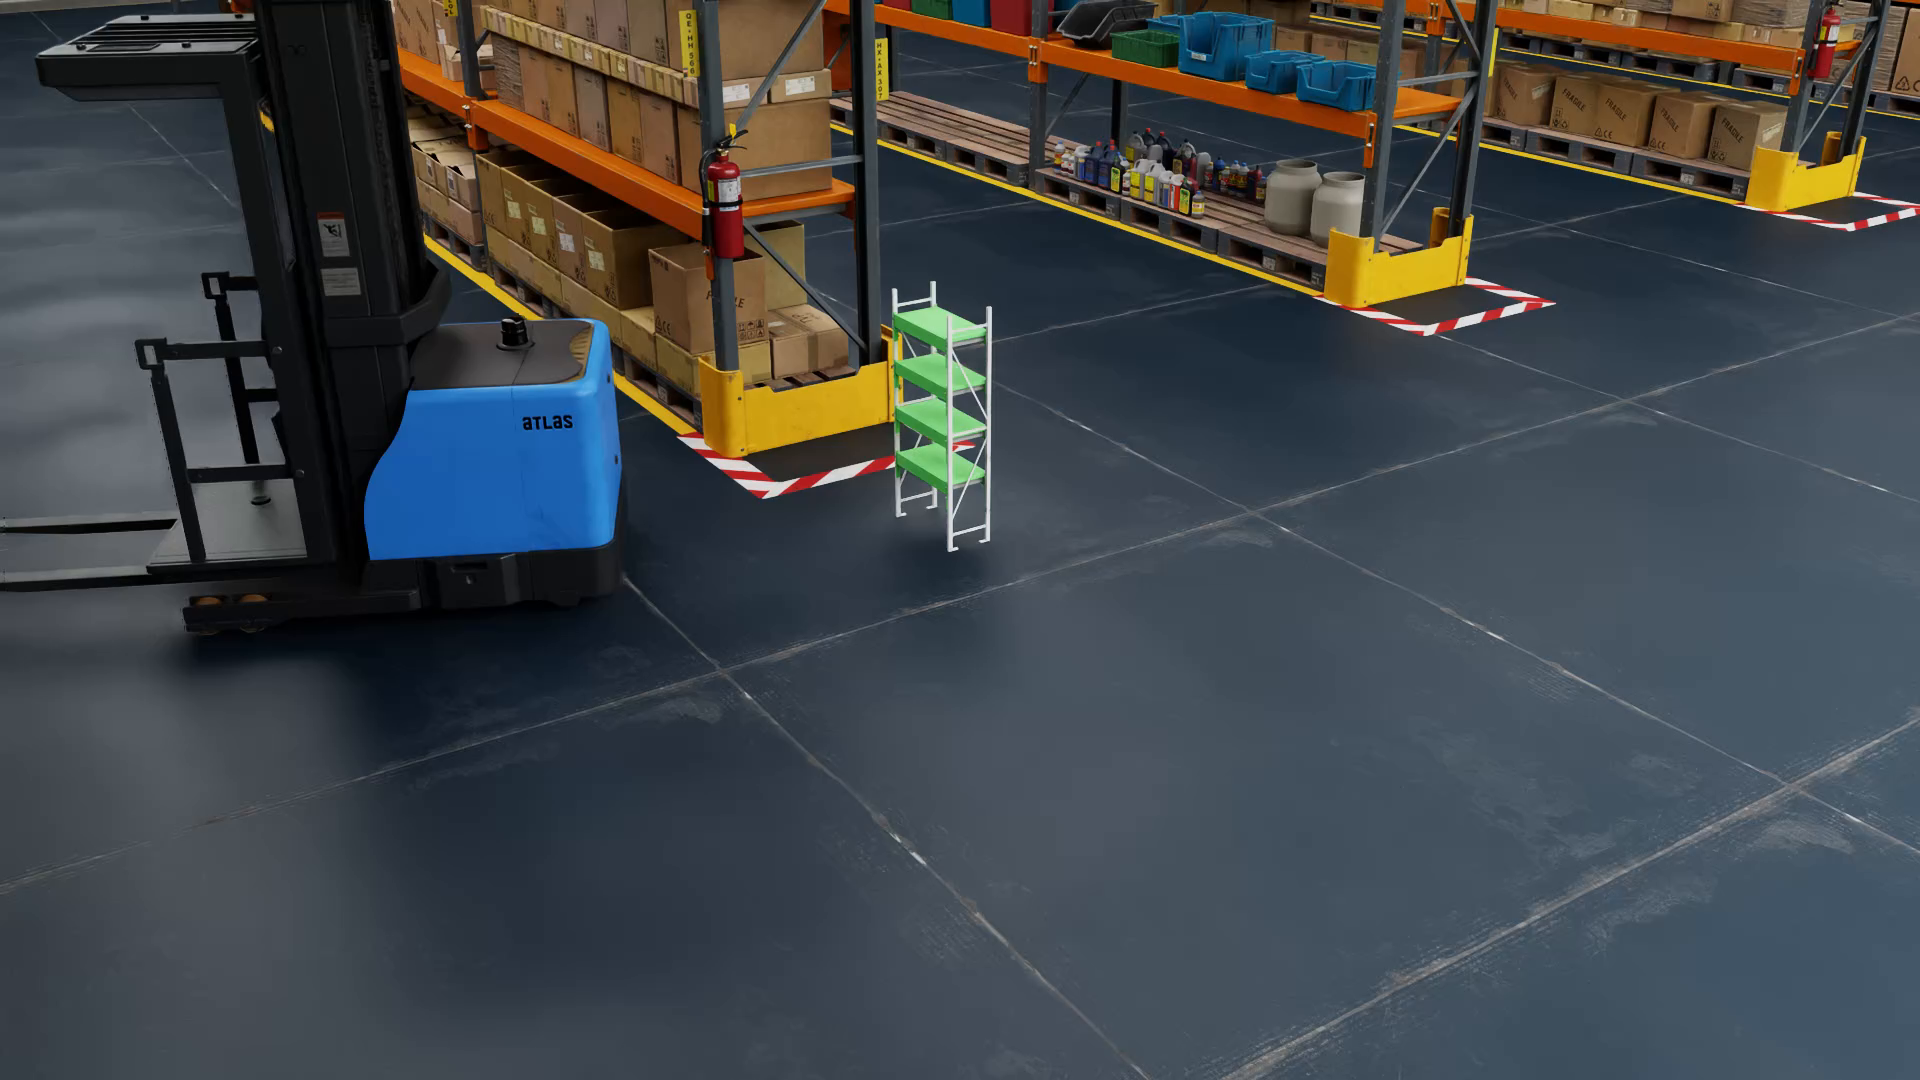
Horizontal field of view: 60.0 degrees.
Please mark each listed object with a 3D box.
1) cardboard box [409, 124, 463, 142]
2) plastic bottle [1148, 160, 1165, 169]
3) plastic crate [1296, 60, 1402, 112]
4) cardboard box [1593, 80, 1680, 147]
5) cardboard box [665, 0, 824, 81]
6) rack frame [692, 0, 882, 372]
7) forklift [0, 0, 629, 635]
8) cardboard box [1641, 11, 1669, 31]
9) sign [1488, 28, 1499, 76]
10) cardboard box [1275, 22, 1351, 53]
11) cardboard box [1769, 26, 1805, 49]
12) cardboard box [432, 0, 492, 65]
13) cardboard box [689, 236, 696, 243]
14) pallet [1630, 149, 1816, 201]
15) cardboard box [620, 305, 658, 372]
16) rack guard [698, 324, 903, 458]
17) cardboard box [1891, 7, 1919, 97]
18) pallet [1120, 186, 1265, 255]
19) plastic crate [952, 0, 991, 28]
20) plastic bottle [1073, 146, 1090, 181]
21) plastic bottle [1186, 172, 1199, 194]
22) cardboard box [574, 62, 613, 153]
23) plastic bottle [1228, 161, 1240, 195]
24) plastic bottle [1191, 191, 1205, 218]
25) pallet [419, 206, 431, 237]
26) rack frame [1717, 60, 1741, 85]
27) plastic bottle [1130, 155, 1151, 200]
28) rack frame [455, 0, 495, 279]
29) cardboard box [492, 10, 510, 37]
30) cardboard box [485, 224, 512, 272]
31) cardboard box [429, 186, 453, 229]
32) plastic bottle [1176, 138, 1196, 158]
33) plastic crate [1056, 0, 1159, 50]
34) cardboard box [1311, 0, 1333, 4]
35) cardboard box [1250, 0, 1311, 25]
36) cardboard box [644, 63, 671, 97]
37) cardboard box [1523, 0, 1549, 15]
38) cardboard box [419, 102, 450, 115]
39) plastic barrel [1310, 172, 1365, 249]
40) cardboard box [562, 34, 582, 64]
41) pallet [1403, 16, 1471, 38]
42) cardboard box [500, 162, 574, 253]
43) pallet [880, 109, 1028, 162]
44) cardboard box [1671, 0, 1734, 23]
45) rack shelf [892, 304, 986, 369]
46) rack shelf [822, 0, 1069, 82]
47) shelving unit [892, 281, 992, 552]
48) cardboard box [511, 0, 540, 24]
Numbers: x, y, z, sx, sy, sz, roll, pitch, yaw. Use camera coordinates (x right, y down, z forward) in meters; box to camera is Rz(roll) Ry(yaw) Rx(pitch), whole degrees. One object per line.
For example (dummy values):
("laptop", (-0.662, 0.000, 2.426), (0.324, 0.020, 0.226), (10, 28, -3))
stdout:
("cardboard box", (-4.380, -3.259, 13.712), (0.500, 0.311, 0.500), (-16, 30, -30))
("plastic bottle", (1.603, -2.995, 13.756), (0.152, 0.276, 0.135), (-16, 29, -30))
("plastic crate", (2.724, -3.201, 11.691), (0.499, 0.251, 0.616), (-16, 29, -30))
("cardboard box", (6.390, -4.034, 15.718), (0.500, 0.500, 0.500), (-13, 28, -25))
("cardboard box", (-1.177, -2.827, 9.087), (0.700, 0.500, 0.500), (-15, 29, -29))
("rack frame", (-0.904, -2.006, 8.985), (1.000, 3.000, 0.127), (-16, 29, -30))
("forklift", (-3.118, -1.144, 7.240), (3.031, 2.935, 1.130), (-3, 25, -7))
("cardboard box", (6.373, -4.697, 14.979), (0.380, 0.149, 0.250), (-16, 29, -30))
("sign", (3.711, -3.411, 11.637), (0.100, 0.325, 0.005), (-16, 29, -30))
("cardboard box", (4.042, -5.611, 19.036), (0.700, 0.500, 0.500), (-13, 28, -25))
("cardboard box", (7.069, -4.253, 14.040), (0.380, 0.149, 0.250), (-16, 29, -30))
("cardboard box", (-3.781, -3.949, 12.984), (0.500, 0.500, 0.500), (-13, 28, -26))
("cardboard box", (-1.569, -1.889, 10.589), (0.500, 0.500, 0.500), (-16, 29, -30))
("pallet", (6.942, -3.378, 15.159), (1.003, 0.211, 1.213), (-16, 29, -30))
("cardboard box", (-1.728, -1.251, 10.116), (0.500, 0.250, 0.500), (-16, 29, -30))
("rack guard", (-0.891, -0.867, 9.501), (1.175, 0.500, 0.348), (-16, 29, -30))
("cardboard box", (10.701, -5.203, 17.755), (0.875, 0.875, 0.875), (-16, 30, -30))
("pallet", (2.066, -2.642, 13.599), (1.003, 0.211, 1.213), (-16, 29, -30))
("plastic crate", (0.201, -4.904, 15.144), (0.392, 0.384, 0.575), (-16, 29, -30))
("plastic bottle", (1.070, -3.231, 14.257), (0.152, 0.276, 0.135), (-14, 29, -28))
("plastic bottle", (1.852, -2.806, 13.346), (0.061, 0.283, 0.133), (-16, 29, -30))
("cardboard box", (-1.996, -2.774, 10.495), (0.700, 0.500, 0.500), (-15, 29, -28))
("plastic bottle", (2.277, -3.003, 13.779), (0.097, 0.271, 0.097), (0, 25, 0))
("plastic bottle", (1.878, -2.647, 13.106), (0.097, 0.201, 0.097), (0, 25, 0))
("pallet", (-4.193, -2.867, 14.075), (1.003, 0.211, 1.213), (-16, 29, -30))
("rack frame", (9.425, -6.864, 19.275), (1.000, 3.000, 0.127), (-16, 29, -30))
("plastic bottle", (1.492, -2.986, 13.648), (0.144, 0.351, 0.185), (-16, 30, -30))
("rack frame", (-3.088, -3.437, 12.016), (1.000, 3.000, 0.127), (-16, 29, -30))
("cardboard box", (-2.966, -3.544, 11.367), (0.380, 0.149, 0.250), (-15, 29, -29))
("cardboard box", (-3.089, -2.146, 12.012), (0.500, 0.250, 0.500), (-16, 29, -30))
("cardboard box", (-3.832, -2.645, 13.068), (0.500, 0.250, 0.500), (-16, 30, -30))
("plastic bottle", (1.938, -3.243, 14.194), (0.144, 0.351, 0.185), (-16, 29, -30))
("plastic crate", (1.243, -4.345, 14.012), (0.767, 0.338, 0.504), (-16, 29, -30))
("cardboard box", (5.529, -8.270, 24.690), (0.500, 0.500, 0.500), (-14, 29, -27))
("cardboard box", (3.719, -6.162, 19.324), (0.500, 0.250, 0.500), (-12, 28, -24))
("cardboard box", (-1.556, -2.621, 9.412), (0.380, 0.149, 0.250), (-16, 30, -30))
("cardboard box", (5.611, -5.122, 15.880), (0.380, 0.149, 0.250), (-16, 29, -30))
("cardboard box", (-4.490, -3.753, 14.758), (0.500, 0.311, 0.500), (-16, 30, -30))
("plastic barrel", (2.825, -2.441, 12.330), (0.421, 0.512, 0.421), (0, 25, 0))
("cardboard box", (-2.255, -3.081, 10.385), (0.380, 0.149, 0.250), (-16, 30, -30))
("pallet", (6.816, -7.313, 23.494), (1.003, 0.211, 1.213), (-16, 29, -30))
("cardboard box", (-2.818, -2.306, 11.472), (0.500, 0.500, 0.500), (-16, 29, -30))
("pallet", (-0.067, -4.037, 16.555), (1.003, 0.211, 1.213), (-16, 29, -30))
("cardboard box", (6.747, -4.847, 14.538), (0.875, 0.500, 0.500), (-16, 29, -30))
("rack shelf", (-0.090, -0.978, 7.942), (0.258, 0.148, 0.480), (-16, 29, -30))
("rack shelf", (-0.028, -4.980, 16.127), (1.077, 0.370, 4.000), (-16, 29, -30))
("shelving unit", (-0.090, -0.602, 8.119), (0.258, 1.200, 0.503), (-16, 29, -30))
("cardboard box", (-2.564, -3.731, 11.002), (0.700, 0.500, 0.500), (-16, 29, -30))
